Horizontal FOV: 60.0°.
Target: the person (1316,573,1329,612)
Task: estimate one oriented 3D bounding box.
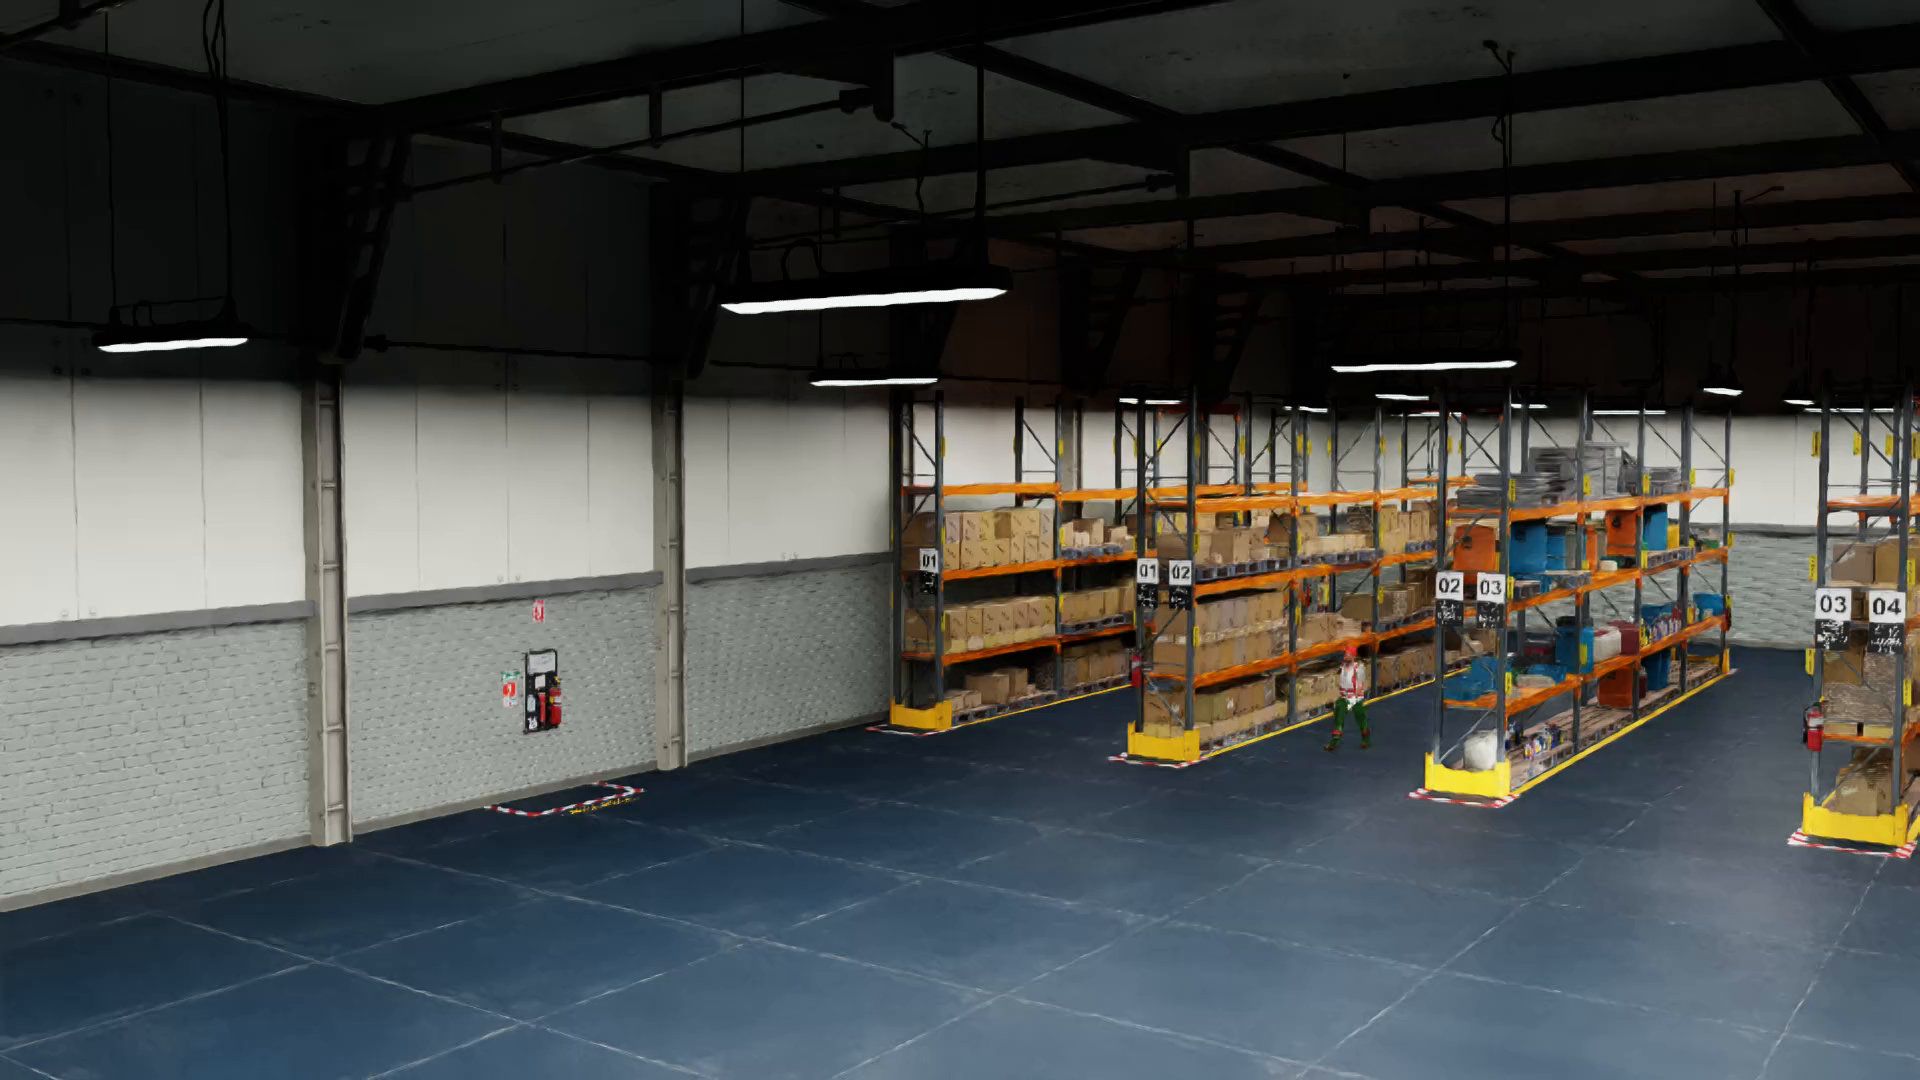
[{"bbox_3d":[9.629,1.652,44.215,0.508,1.599,0.442,-1,3,-16],"label":"person"}]

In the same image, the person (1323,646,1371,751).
[{"bbox_3d":[6.389,2.592,27.250,0.531,1.728,1.036,3,4,44],"label":"person"}]
